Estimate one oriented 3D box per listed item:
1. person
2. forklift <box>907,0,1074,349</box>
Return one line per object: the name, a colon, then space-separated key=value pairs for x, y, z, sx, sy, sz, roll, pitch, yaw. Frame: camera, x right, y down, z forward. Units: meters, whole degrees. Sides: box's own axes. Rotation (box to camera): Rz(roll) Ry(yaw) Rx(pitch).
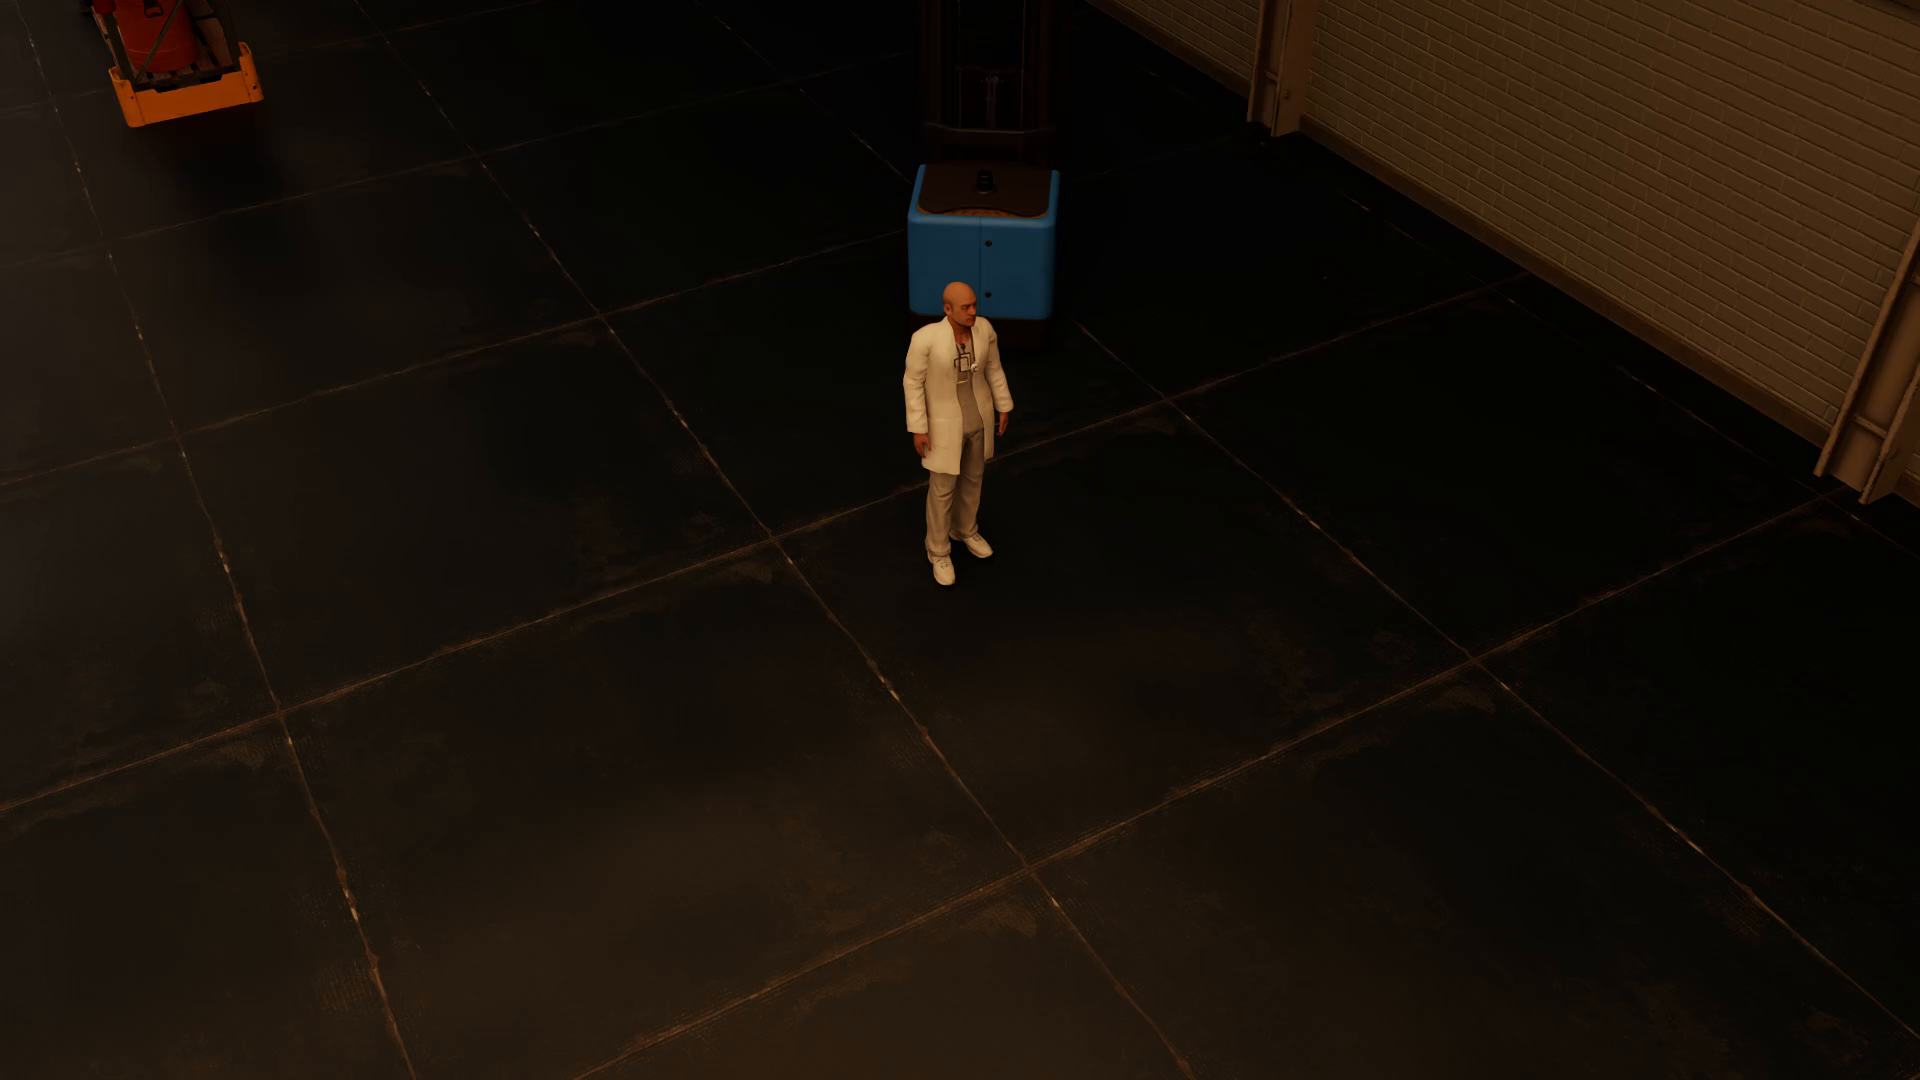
person: x=0.043 y=-0.638 z=9.698 sx=0.696 sy=1.777 sz=0.578 roll=-20 pitch=44 yaw=-23
forklift: x=0.269 y=-3.421 z=12.160 sx=1.130 sy=2.935 sz=3.031 roll=3 pitch=40 yaw=4
